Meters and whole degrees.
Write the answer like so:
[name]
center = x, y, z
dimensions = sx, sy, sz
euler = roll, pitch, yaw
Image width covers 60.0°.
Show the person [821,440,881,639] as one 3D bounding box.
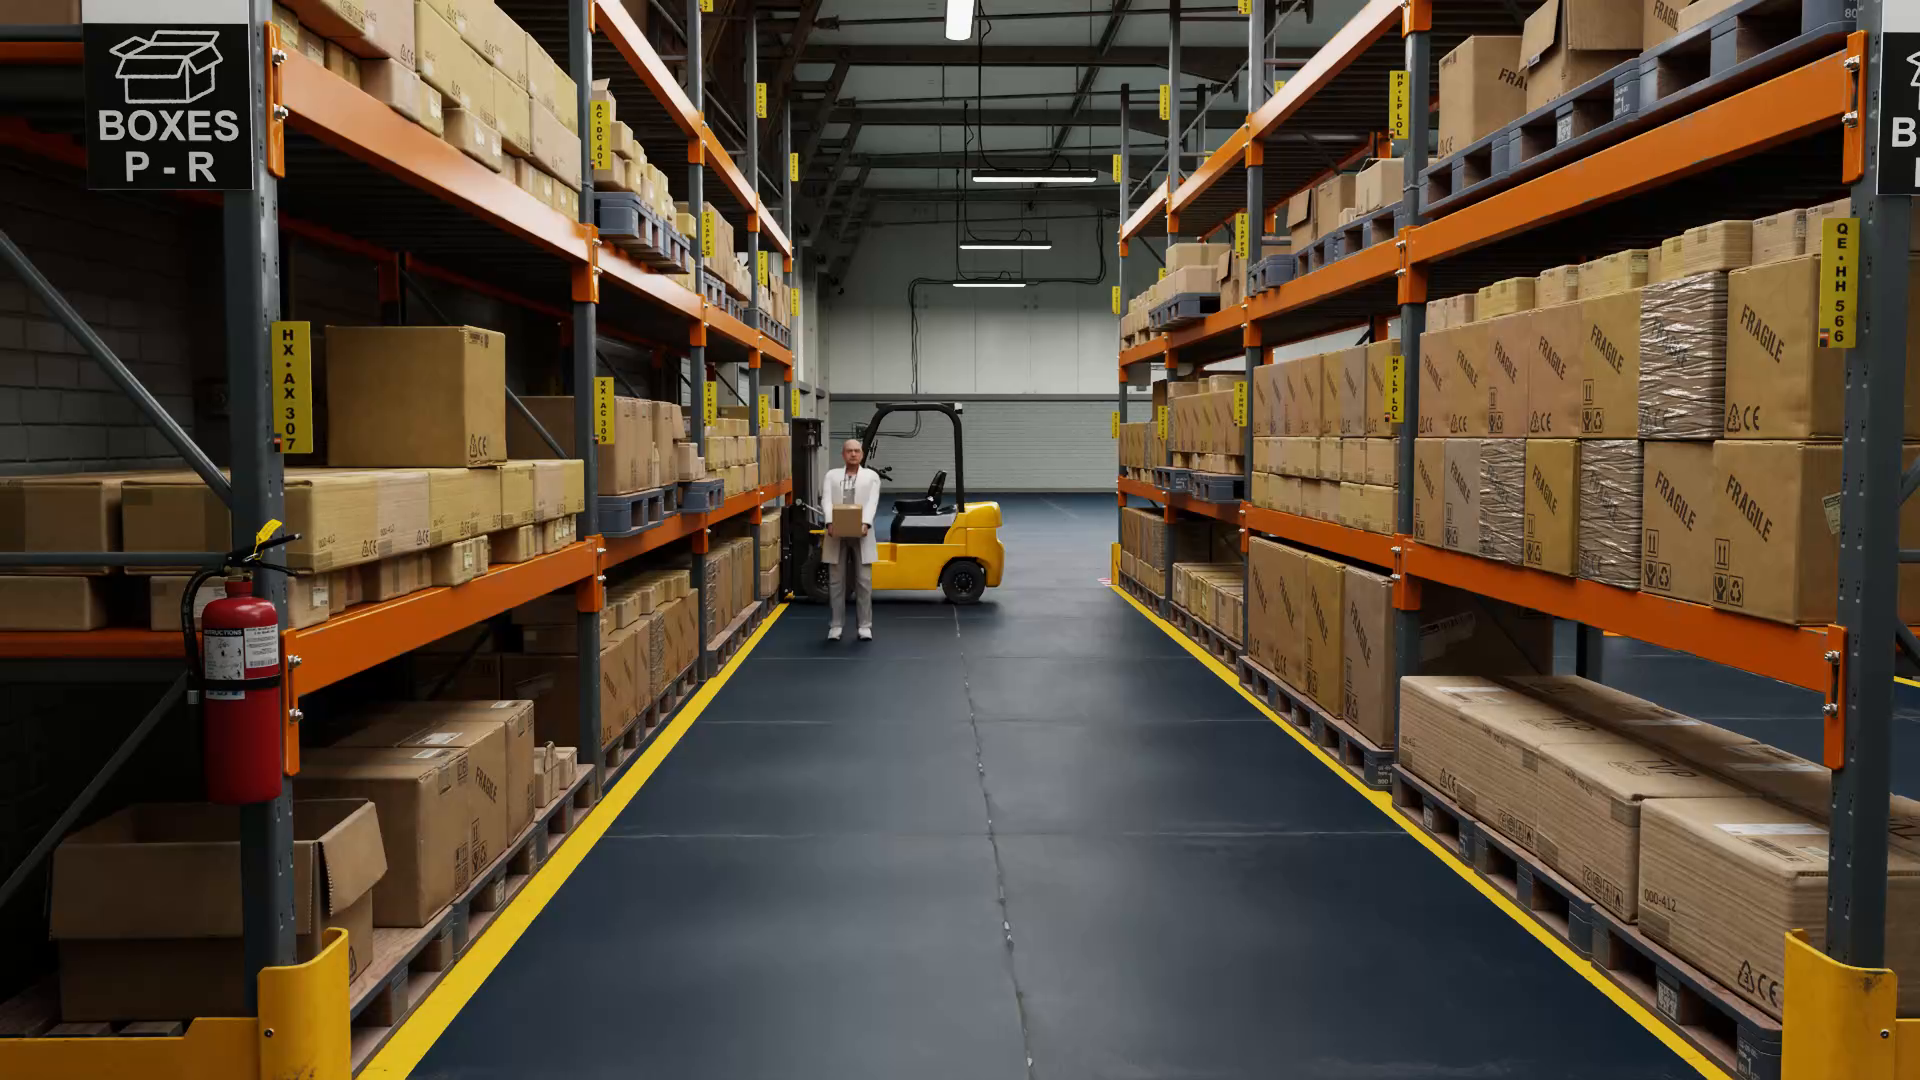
[person]
center = -0.973, 0.000, 14.738
dimensions = 0.529, 1.770, 0.555
euler = 0, 4, 0
